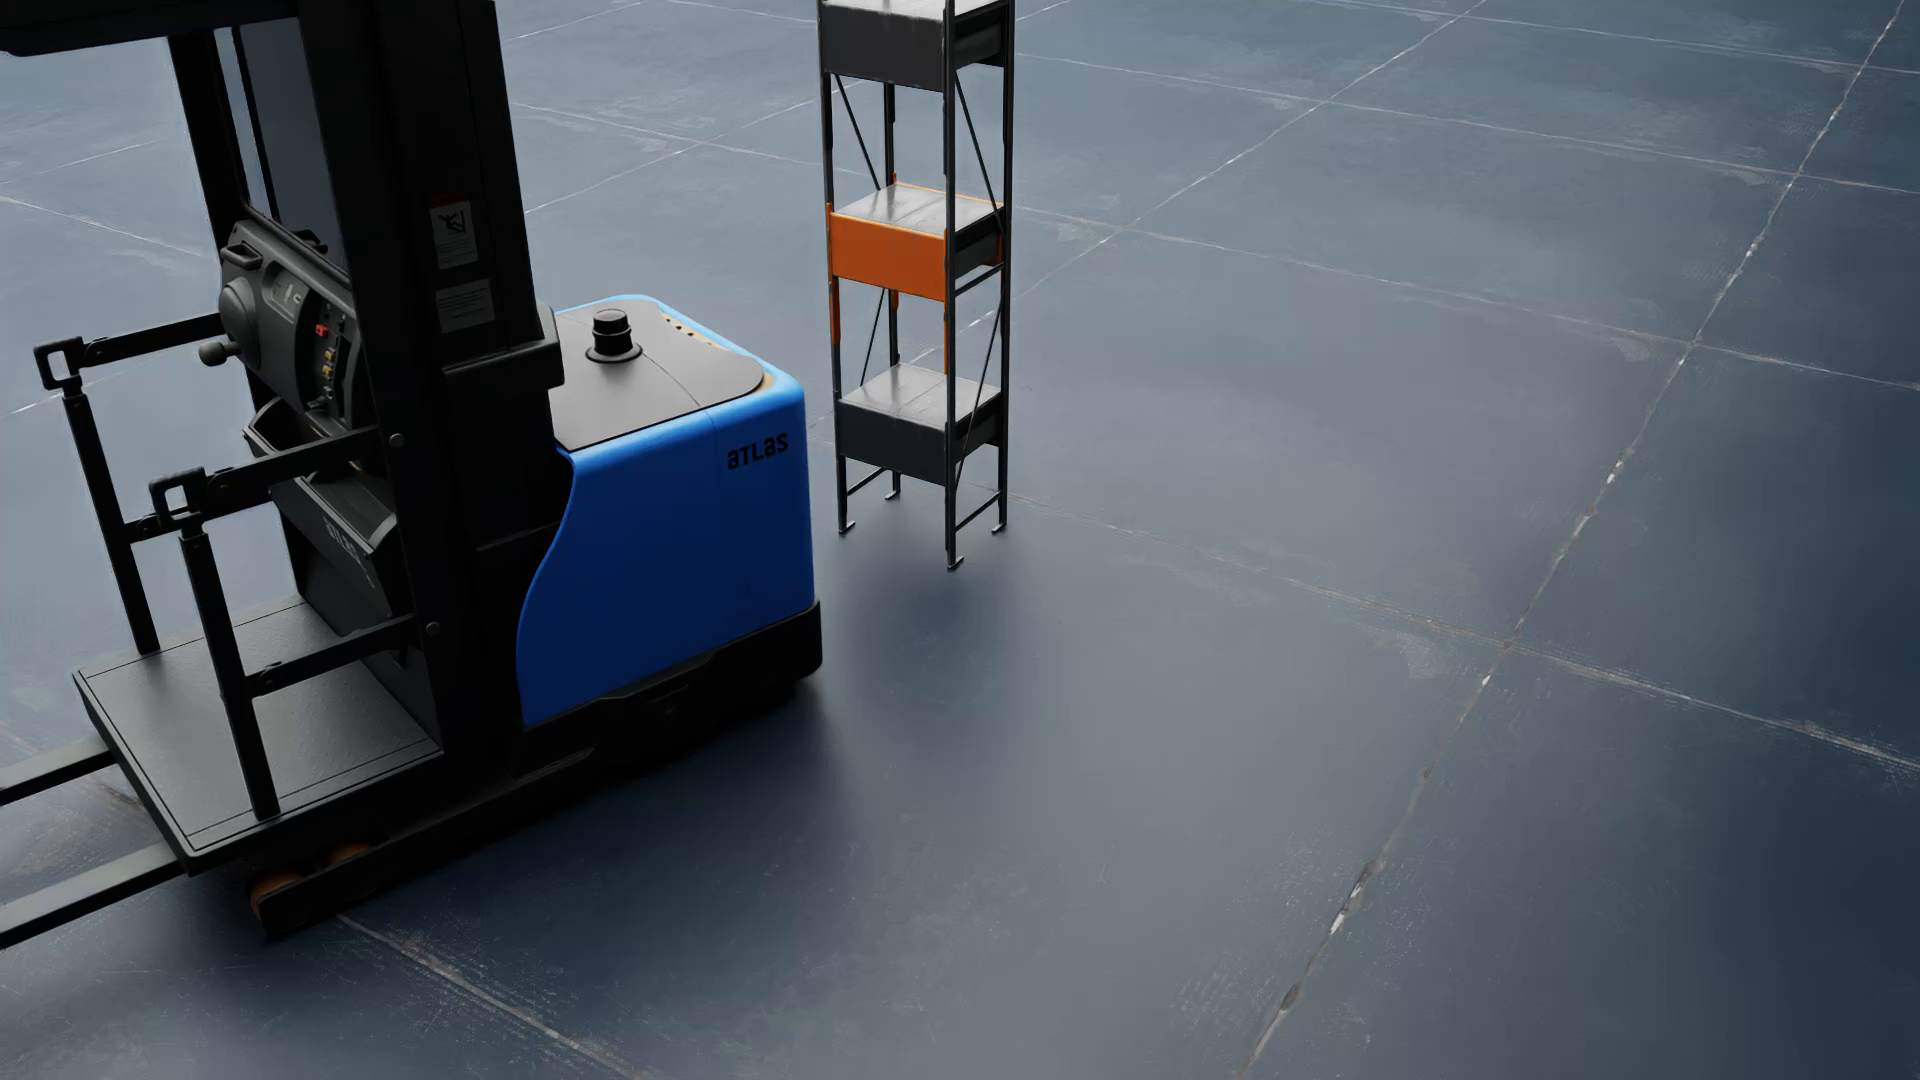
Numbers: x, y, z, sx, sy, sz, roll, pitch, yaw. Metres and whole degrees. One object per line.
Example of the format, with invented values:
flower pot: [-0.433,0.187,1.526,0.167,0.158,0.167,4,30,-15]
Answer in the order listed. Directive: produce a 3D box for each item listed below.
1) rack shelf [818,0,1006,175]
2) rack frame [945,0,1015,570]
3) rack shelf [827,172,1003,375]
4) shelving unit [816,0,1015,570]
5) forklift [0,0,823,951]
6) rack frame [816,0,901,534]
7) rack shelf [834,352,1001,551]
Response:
rack shelf: [-0.140,-1.544,5.451,0.480,0.518,0.431,18,35,27]
rack frame: [0.066,-0.886,5.685,0.015,2.100,0.400,18,35,27]
rack shelf: [-0.140,-0.940,5.804,0.480,0.518,0.431,18,35,27]
shelving unit: [-0.140,-0.951,5.797,0.503,2.100,0.431,18,35,27]
forklift: [-1.907,-0.520,4.233,3.031,2.935,1.130,-23,37,-33]
rack frame: [-0.347,-1.017,5.909,0.015,2.100,0.400,18,35,27]
rack shelf: [-0.140,-0.335,6.157,0.480,0.518,0.431,18,35,27]
